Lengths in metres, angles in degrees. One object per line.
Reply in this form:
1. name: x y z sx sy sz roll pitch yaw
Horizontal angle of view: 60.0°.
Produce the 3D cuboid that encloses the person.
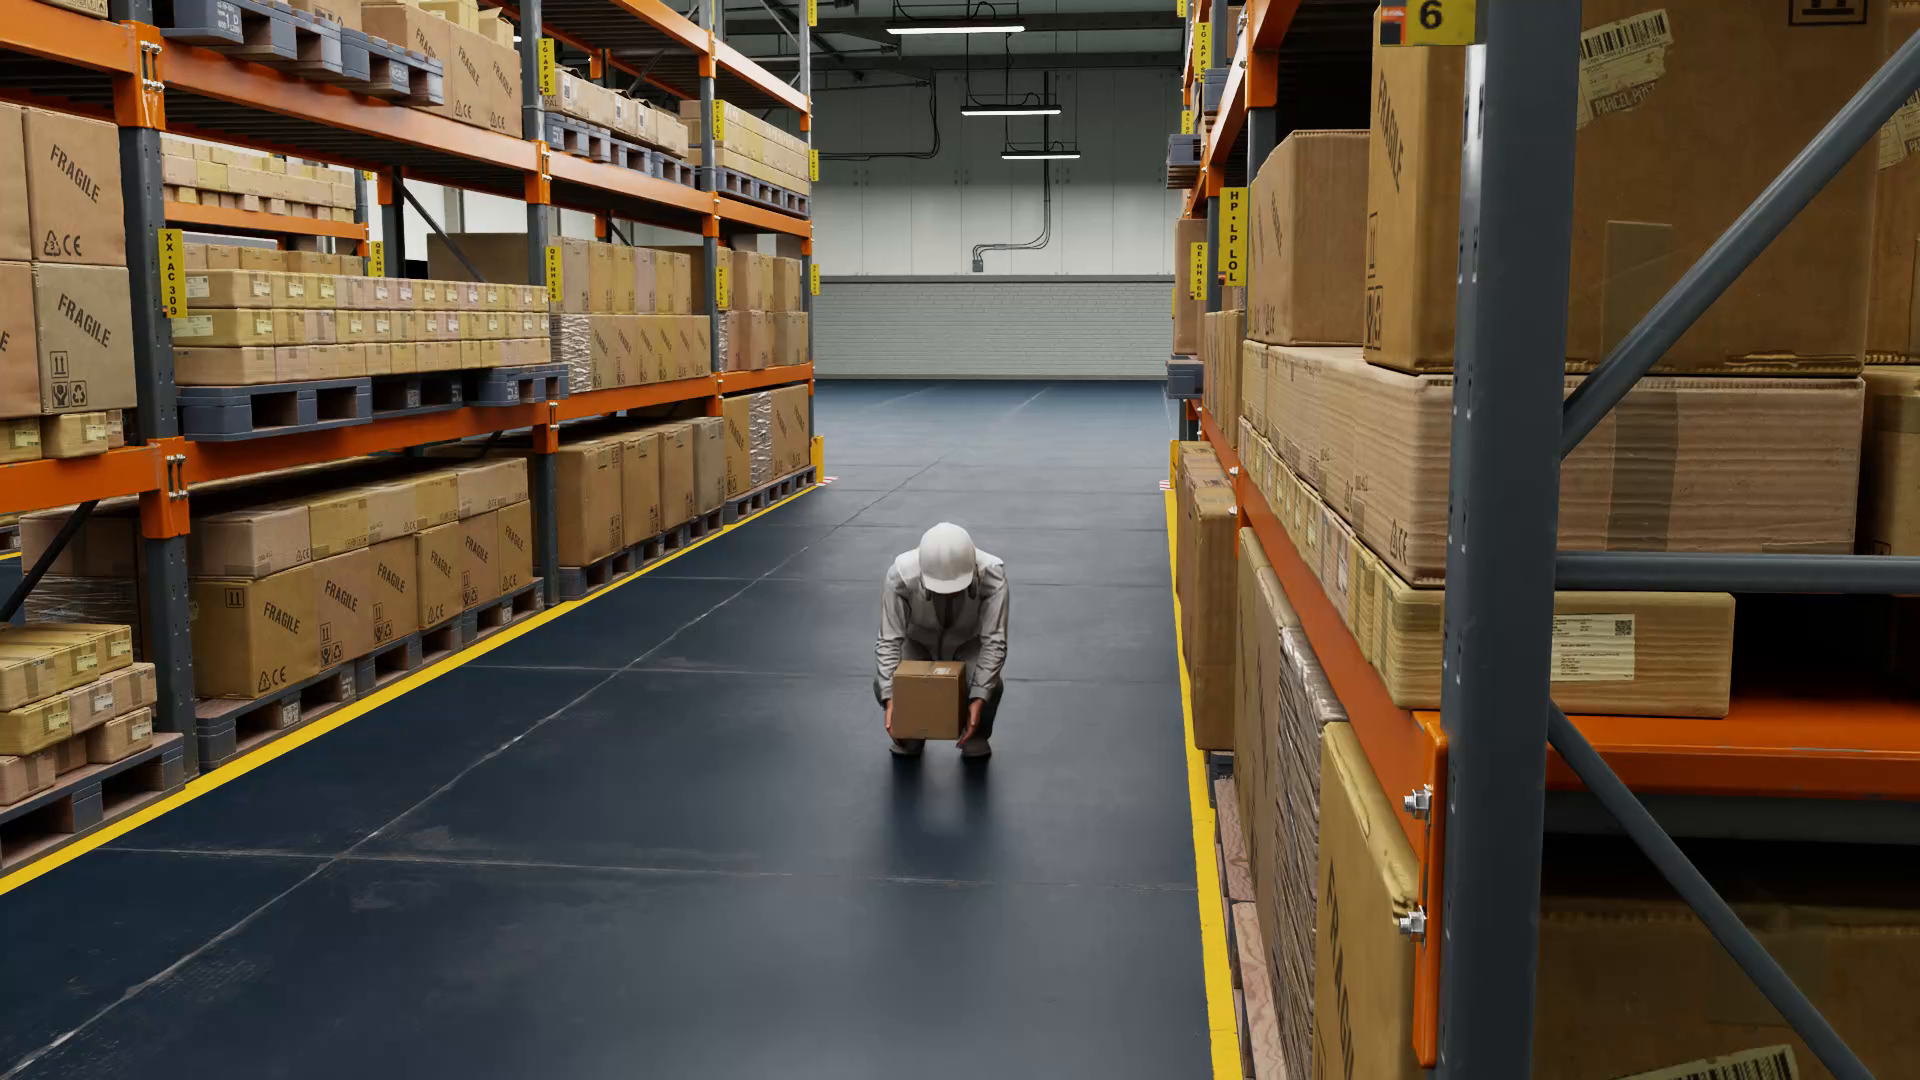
1. person: -0.066 0.392 6.670 0.542 1.008 0.875 1 8 6
